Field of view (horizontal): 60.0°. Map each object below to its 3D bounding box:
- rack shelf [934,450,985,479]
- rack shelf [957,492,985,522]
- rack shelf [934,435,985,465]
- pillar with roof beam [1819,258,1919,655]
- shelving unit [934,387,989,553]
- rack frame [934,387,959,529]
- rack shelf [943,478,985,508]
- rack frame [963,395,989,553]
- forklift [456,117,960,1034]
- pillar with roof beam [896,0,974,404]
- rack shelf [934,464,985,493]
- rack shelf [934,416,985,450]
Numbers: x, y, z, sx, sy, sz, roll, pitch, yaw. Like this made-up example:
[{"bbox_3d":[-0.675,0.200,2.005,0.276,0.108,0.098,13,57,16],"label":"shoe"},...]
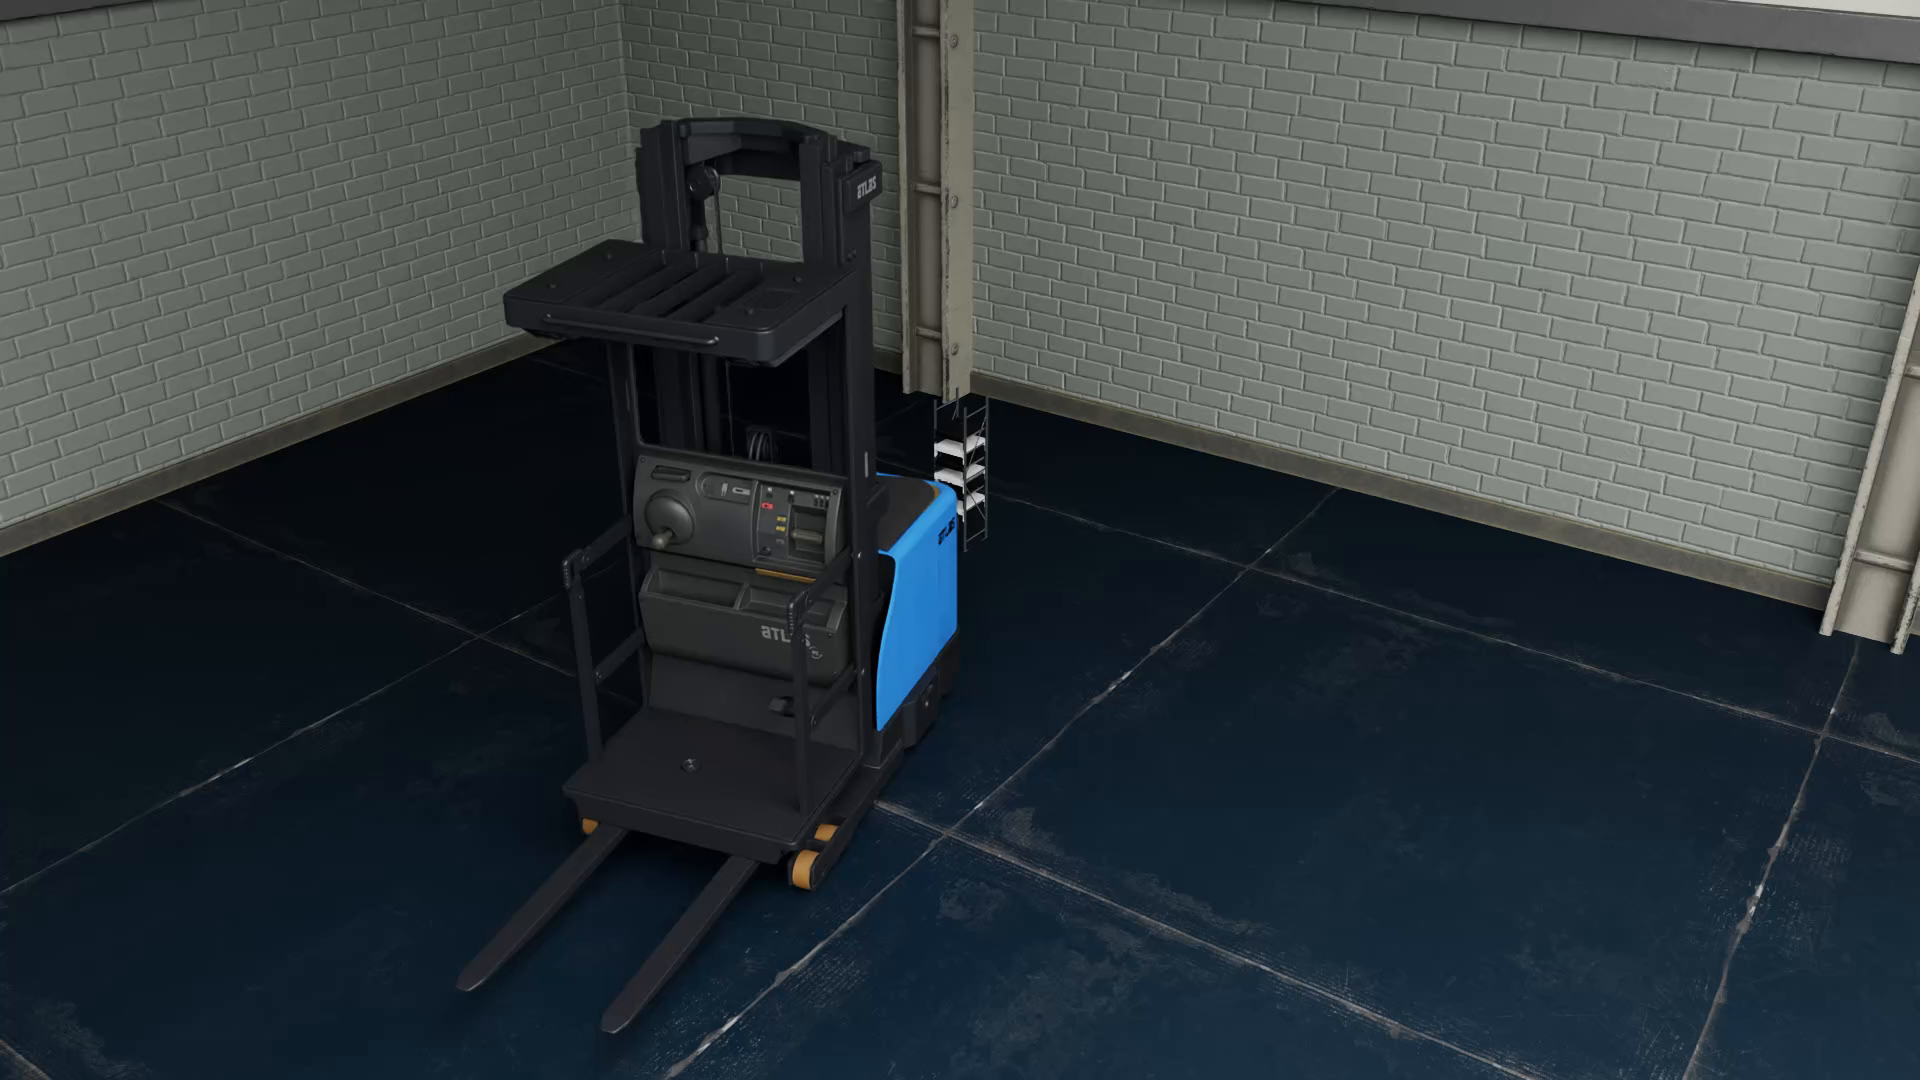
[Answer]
[{"bbox_3d":[0.007,-0.449,9.516,0.200,0.077,0.258,17,32,30],"label":"rack shelf"},{"bbox_3d":[0.007,-0.209,9.639,0.200,0.077,0.258,17,32,30],"label":"rack shelf"},{"bbox_3d":[0.007,-0.530,9.475,0.200,0.077,0.258,17,32,30],"label":"rack shelf"},{"bbox_3d":[2.348,-1.916,3.593,0.400,9.000,9.100,17,32,30],"label":"pillar with roof beam"},{"bbox_3d":[0.007,-0.399,9.542,0.210,0.900,0.258,17,32,30],"label":"shelving unit"},{"bbox_3d":[-0.077,-0.425,9.593,0.006,0.900,0.240,17,32,30],"label":"rack frame"},{"bbox_3d":[0.007,-0.289,9.598,0.200,0.077,0.258,17,32,30],"label":"rack shelf"},{"bbox_3d":[0.090,-0.373,9.490,0.006,0.900,0.240,17,32,30],"label":"rack frame"},{"bbox_3d":[-0.994,-0.068,6.652,1.130,2.935,3.031,10,29,18],"label":"forklift"},{"bbox_3d":[-2.598,-3.457,6.621,0.400,9.000,9.100,17,32,30],"label":"pillar with roof beam"},{"bbox_3d":[0.007,-0.369,9.557,0.200,0.077,0.258,17,32,30],"label":"rack shelf"},{"bbox_3d":[0.007,-0.610,9.434,0.200,0.077,0.258,17,32,30],"label":"rack shelf"}]
